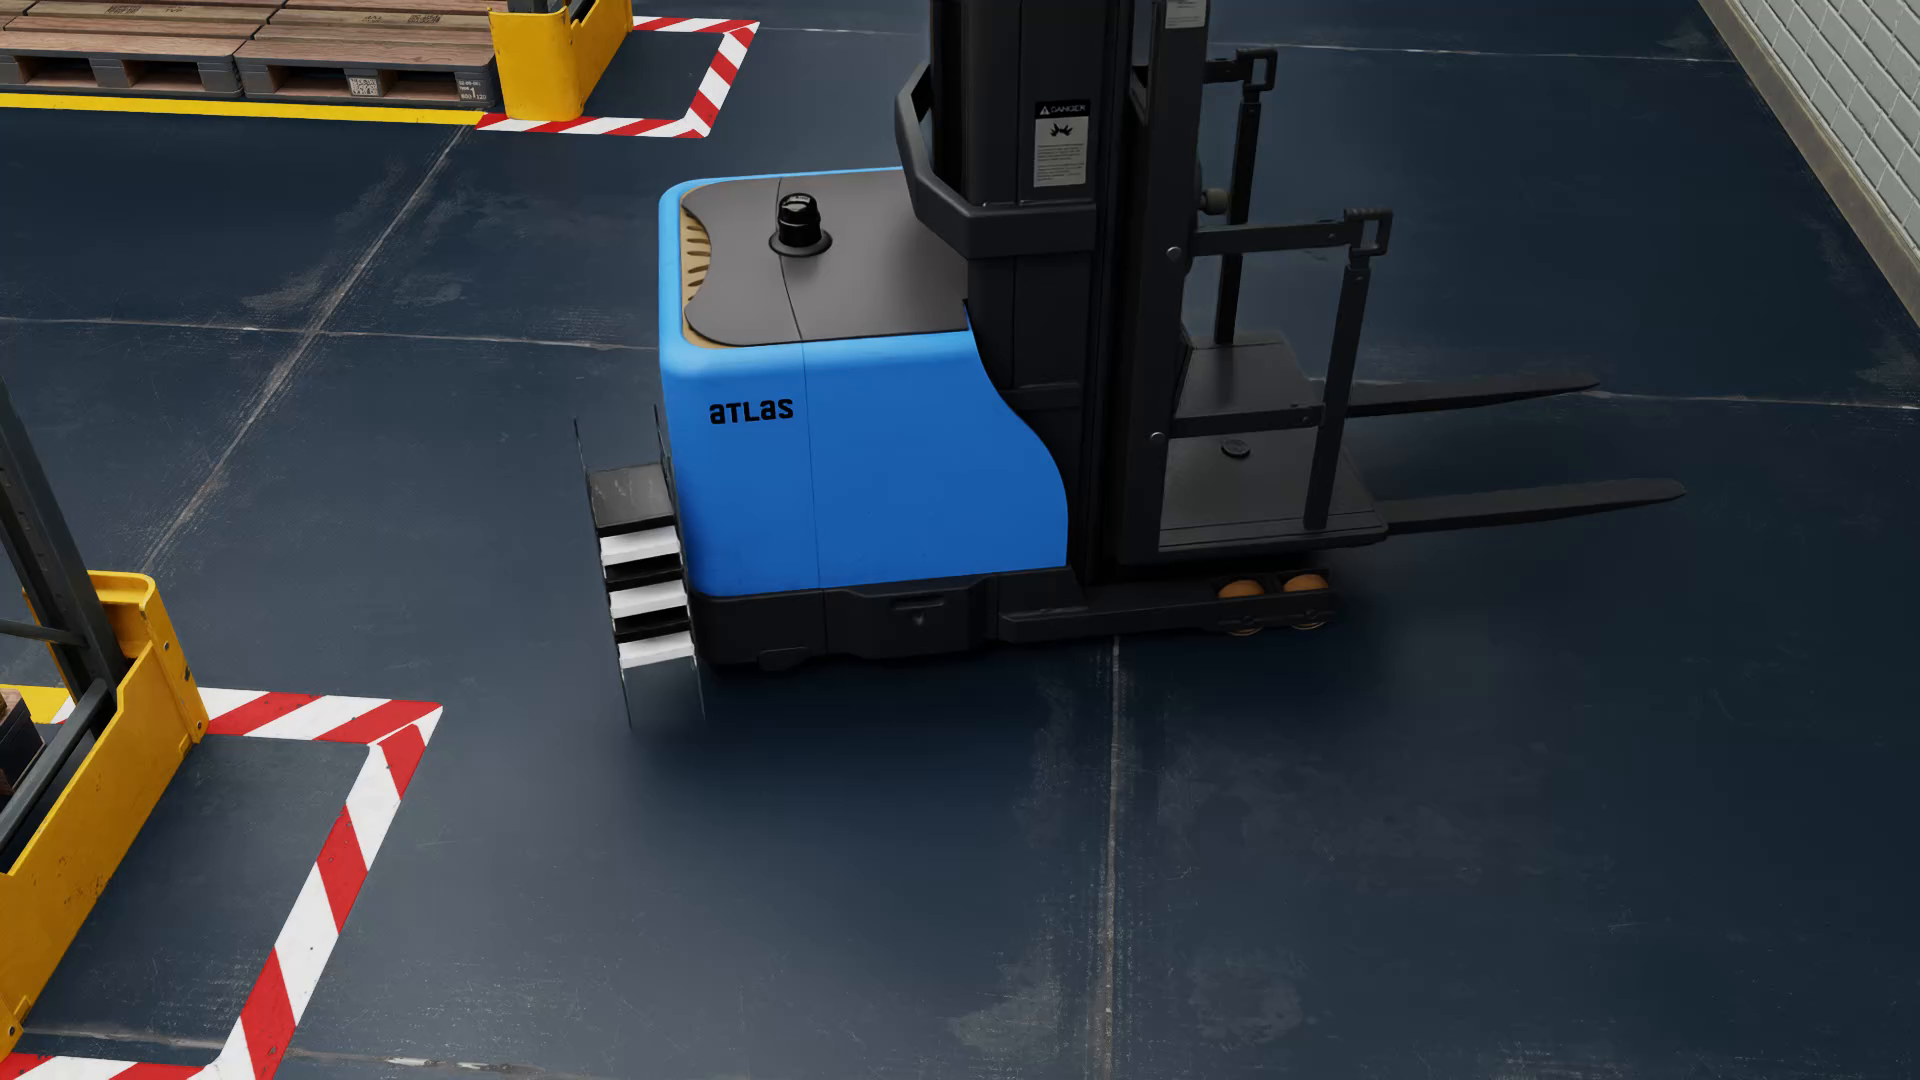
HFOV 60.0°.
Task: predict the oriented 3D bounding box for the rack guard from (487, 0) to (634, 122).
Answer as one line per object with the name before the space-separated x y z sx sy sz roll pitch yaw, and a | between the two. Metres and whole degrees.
rack guard | -1.873 -2.478 7.899 0.348 0.500 1.175 3 39 4

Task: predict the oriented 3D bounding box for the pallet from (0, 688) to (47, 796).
pallet | -3.128 0.761 4.148 1.213 0.211 1.003 3 39 4

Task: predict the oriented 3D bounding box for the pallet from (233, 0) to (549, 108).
pallet | -2.716 -2.429 8.067 1.213 0.211 1.003 3 39 4

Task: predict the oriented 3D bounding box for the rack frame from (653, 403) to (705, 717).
rack frame | -0.748 0.071 4.449 0.006 0.900 0.240 -11 40 -13

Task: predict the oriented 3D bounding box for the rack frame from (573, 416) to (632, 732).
rack frame | -0.943 0.108 4.405 0.006 0.900 0.240 -11 40 -13

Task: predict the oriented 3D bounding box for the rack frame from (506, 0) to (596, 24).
rack frame | -1.898 -3.441 7.101 0.127 3.000 1.000 3 39 4

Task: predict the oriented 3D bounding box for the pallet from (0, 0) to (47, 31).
pallet | -5.147 -2.562 8.230 1.213 0.211 1.003 3 39 4

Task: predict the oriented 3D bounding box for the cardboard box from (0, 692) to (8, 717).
cardboard box | -2.970 0.351 3.793 0.875 0.875 0.875 3 39 4

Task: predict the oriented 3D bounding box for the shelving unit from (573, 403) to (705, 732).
shelving unit | -0.846 0.090 4.427 0.210 0.900 0.258 -11 40 -13

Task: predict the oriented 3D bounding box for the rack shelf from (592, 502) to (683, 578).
rack shelf | -0.846 -0.024 4.334 0.200 0.077 0.258 -11 40 -13

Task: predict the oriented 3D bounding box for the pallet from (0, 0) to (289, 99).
pallet | -3.928 -2.497 8.150 1.213 0.211 1.003 3 39 4

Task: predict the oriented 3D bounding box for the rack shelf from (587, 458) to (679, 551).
rack shelf | -0.846 -0.094 4.278 0.200 0.077 0.258 -11 40 -13

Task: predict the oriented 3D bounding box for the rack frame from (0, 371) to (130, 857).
rack frame | -2.325 -0.326 3.274 0.127 3.000 1.000 3 39 4

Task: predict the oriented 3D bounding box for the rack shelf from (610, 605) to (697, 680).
rack shelf | -0.846 0.255 4.562 0.200 0.077 0.258 -11 40 -13

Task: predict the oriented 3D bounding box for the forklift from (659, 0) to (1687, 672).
forklift | 0.675 -1.182 4.380 3.031 2.935 1.130 -5 39 -6

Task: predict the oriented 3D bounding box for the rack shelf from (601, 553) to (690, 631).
rack shelf | -0.846 0.116 4.448 0.200 0.077 0.258 -11 40 -13

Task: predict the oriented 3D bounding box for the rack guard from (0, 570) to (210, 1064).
rack guard | -2.301 0.645 4.062 0.348 0.500 1.175 3 39 4

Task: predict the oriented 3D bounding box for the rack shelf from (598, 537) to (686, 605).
rack shelf | -0.846 0.046 4.391 0.200 0.077 0.258 -11 40 -13

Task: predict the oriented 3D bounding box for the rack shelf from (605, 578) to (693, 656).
rack shelf | -0.846 0.185 4.505 0.200 0.077 0.258 -11 40 -13
